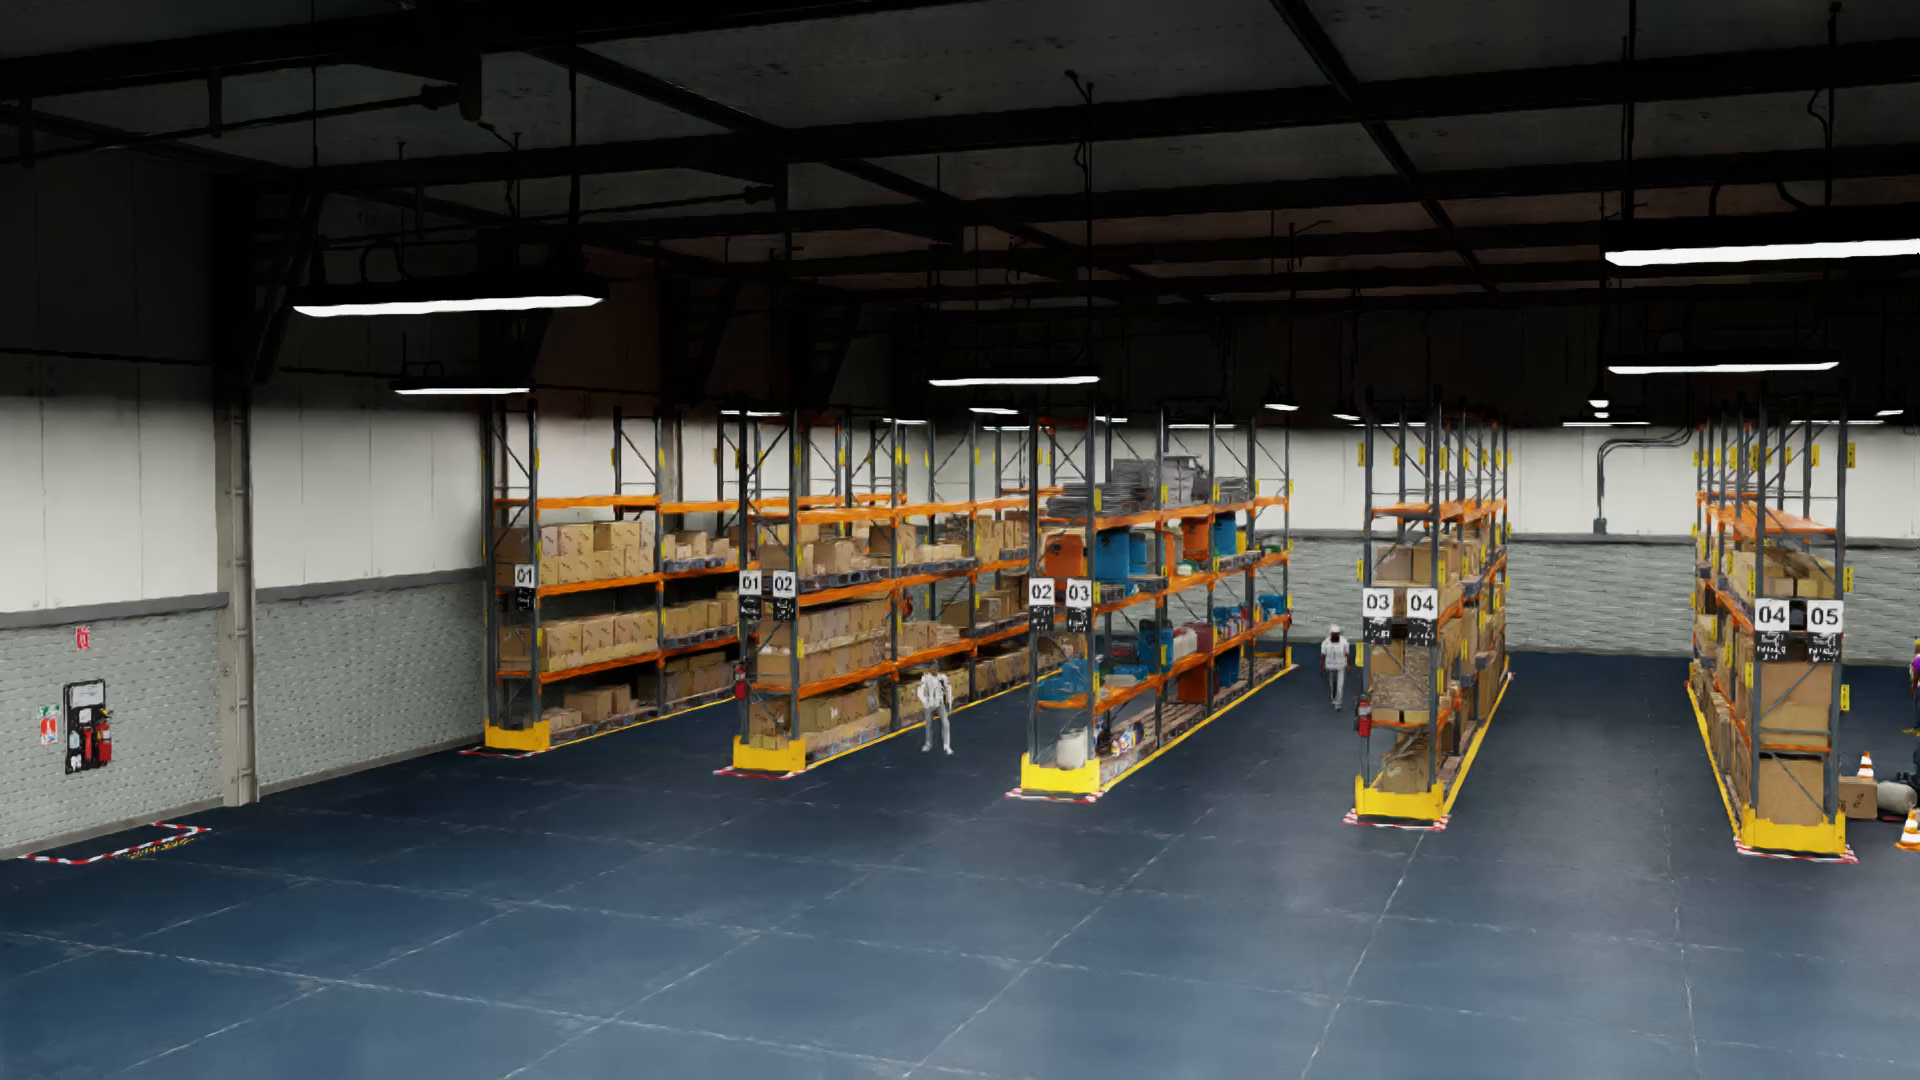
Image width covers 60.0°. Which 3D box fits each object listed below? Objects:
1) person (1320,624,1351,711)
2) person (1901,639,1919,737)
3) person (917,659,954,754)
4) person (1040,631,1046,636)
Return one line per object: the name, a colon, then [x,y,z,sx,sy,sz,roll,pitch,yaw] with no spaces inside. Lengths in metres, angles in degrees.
person: [7.470,2.511,33.147,0.575,1.691,1.121,1,3,23]
person: [17.212,2.635,29.835,0.587,1.763,0.677,3,4,44]
person: [-0.407,2.799,28.179,0.642,1.612,0.787,0,3,2]
person: [2.187,1.927,45.072,0.601,1.714,0.567,-1,3,-14]
